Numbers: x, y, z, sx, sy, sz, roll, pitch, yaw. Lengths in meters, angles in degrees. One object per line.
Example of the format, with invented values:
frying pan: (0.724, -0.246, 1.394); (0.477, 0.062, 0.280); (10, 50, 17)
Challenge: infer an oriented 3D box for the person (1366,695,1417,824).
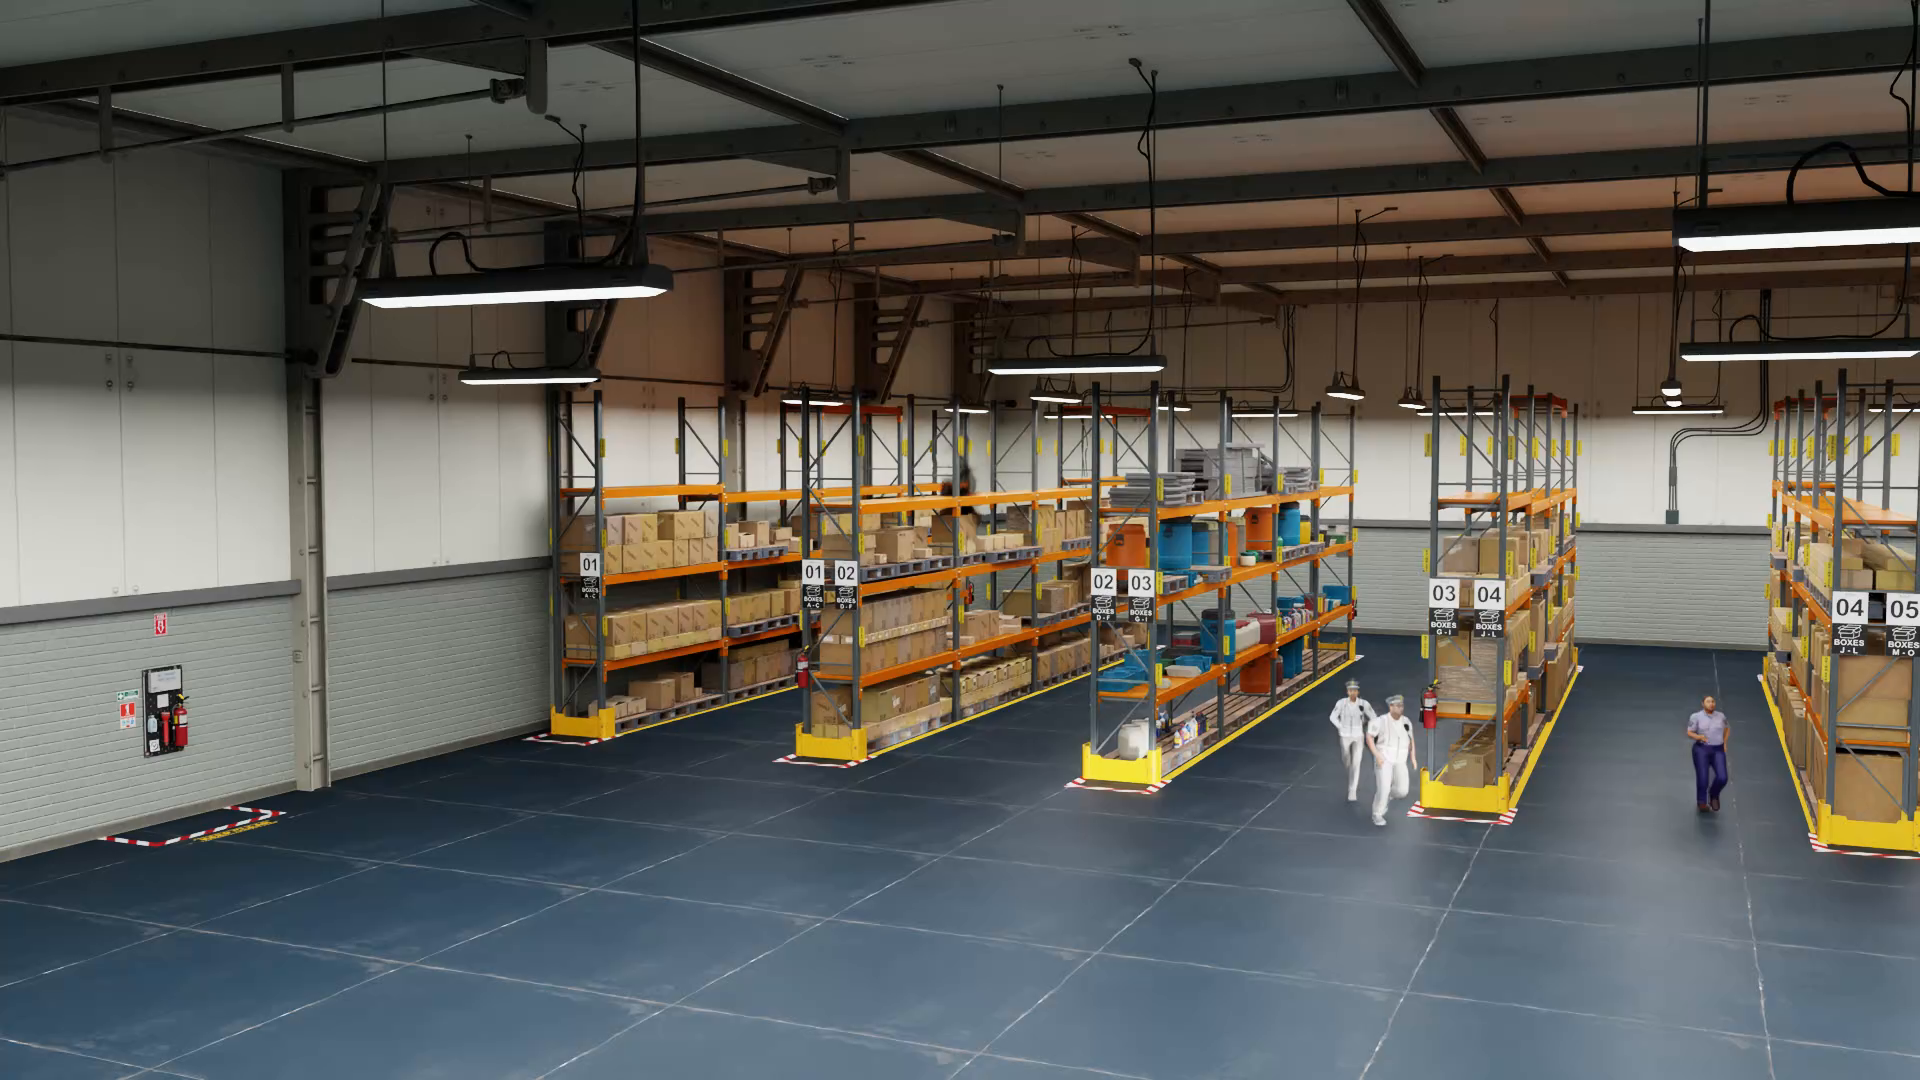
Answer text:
person: (5.784, 2.923, 22.206); (0.709, 1.704, 0.553); (-1, 3, -10)

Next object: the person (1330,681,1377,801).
person: (5.665, 2.855, 23.977); (0.657, 1.696, 0.797); (1, 3, 20)

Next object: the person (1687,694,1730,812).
person: (10.289, 2.938, 22.791); (0.591, 1.604, 0.576); (1, 3, 10)
